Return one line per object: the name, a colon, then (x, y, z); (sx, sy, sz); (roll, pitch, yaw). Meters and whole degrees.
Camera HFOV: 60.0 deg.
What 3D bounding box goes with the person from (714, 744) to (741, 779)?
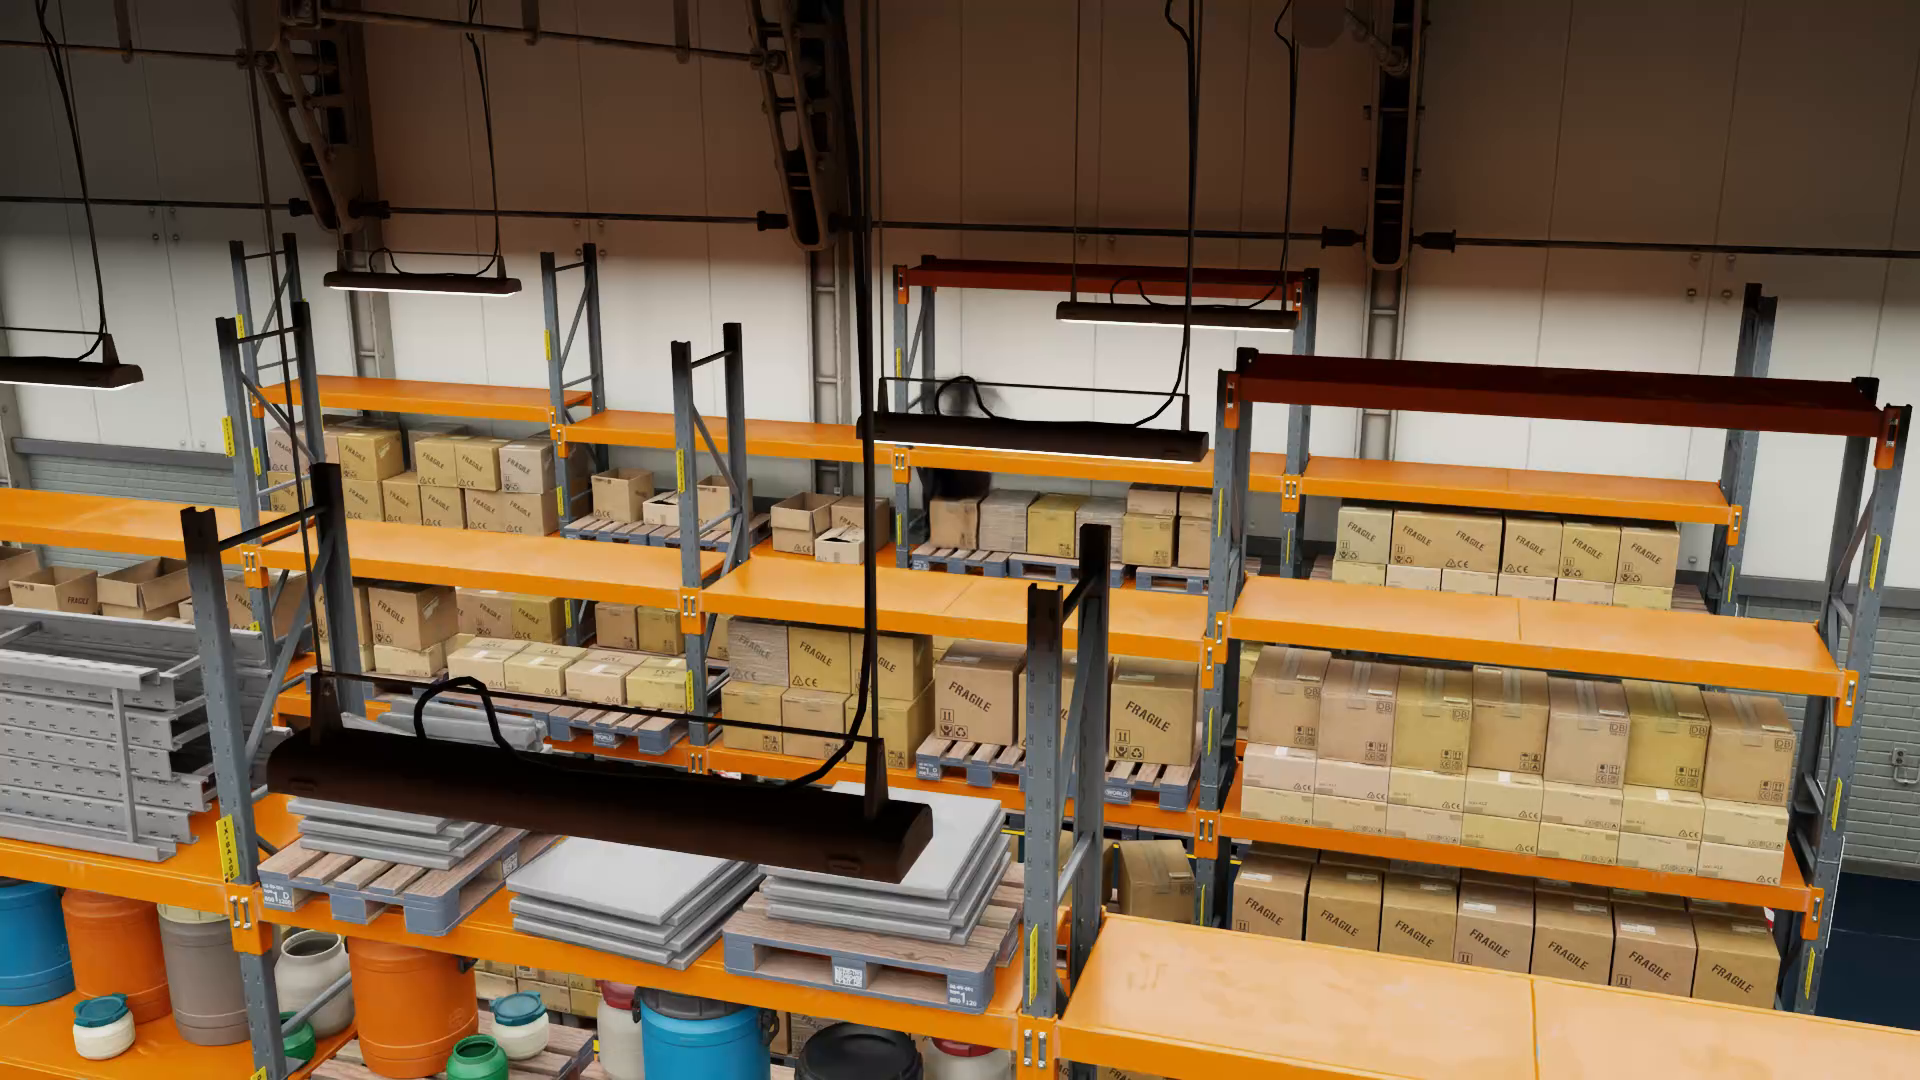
person: (-2.075, 2.792, 16.173); (0.927, 1.609, 0.675); (7, 17, 23)
